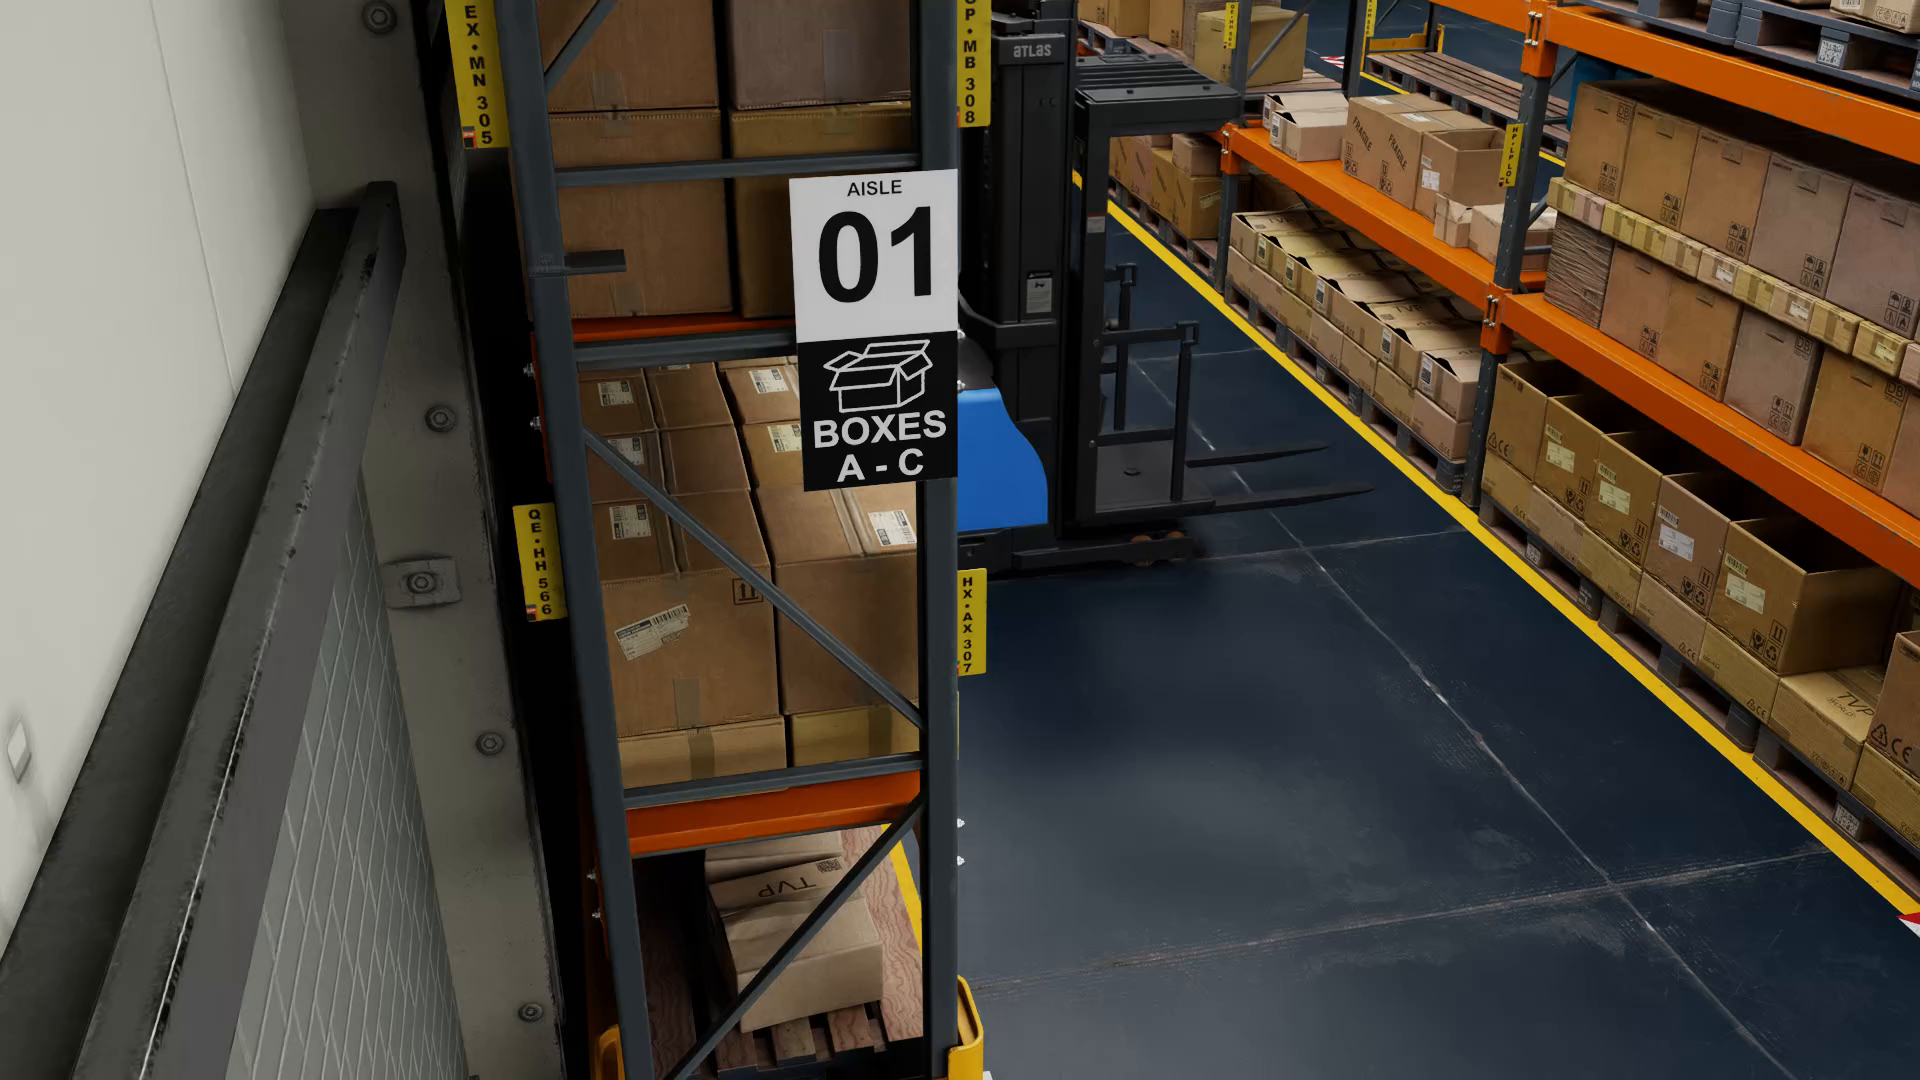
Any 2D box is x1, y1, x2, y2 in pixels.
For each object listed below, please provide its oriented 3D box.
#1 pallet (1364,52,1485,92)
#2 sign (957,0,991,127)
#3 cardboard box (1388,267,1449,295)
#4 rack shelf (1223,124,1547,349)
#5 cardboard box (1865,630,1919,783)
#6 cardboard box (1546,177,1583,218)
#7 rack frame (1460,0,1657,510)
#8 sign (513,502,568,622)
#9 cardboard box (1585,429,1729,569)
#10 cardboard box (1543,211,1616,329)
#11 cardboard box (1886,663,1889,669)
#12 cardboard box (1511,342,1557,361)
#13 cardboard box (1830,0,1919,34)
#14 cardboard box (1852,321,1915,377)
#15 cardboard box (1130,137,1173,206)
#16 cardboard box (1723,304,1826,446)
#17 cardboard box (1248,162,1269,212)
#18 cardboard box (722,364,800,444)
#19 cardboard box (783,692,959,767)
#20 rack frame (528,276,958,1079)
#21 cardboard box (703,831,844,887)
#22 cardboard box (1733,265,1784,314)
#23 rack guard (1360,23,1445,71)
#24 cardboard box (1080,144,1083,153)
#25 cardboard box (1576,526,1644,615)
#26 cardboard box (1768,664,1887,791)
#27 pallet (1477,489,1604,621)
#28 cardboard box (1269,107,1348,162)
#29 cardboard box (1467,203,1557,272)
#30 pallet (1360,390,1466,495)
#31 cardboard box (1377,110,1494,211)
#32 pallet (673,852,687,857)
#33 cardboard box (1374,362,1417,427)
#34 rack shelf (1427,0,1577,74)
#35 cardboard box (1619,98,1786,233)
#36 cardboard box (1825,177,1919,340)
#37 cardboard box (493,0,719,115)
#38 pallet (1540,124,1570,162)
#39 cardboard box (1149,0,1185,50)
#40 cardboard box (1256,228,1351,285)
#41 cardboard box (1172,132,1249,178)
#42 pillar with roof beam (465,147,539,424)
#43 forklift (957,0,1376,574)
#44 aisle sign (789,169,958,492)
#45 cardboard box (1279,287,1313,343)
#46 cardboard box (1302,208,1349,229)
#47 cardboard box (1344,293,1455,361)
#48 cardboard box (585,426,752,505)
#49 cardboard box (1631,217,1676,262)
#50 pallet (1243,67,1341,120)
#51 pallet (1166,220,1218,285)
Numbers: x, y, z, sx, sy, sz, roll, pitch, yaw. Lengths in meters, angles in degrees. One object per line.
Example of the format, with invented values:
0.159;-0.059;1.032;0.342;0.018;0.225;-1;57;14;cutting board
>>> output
5.688;-5.752;20.411;1.003;0.211;1.213;-6;27;-12;pallet
0.022;-1.117;3.835;0.100;0.325;0.005;-6;27;-12;sign
3.219;-1.685;11.223;0.500;0.311;0.500;-5;27;-10;cardboard box
2.967;-2.150;10.979;1.077;0.370;4.000;-6;27;-12;rack shelf
3.908;0.663;6.361;0.500;0.500;0.500;-6;27;-12;cardboard box
3.289;-1.790;8.636;0.380;0.149;0.250;-6;27;-12;cardboard box
3.417;-1.593;9.078;1.000;3.000;0.127;-6;27;-12;rack frame
-1.052;0.057;4.172;0.100;0.325;0.005;-6;27;-12;sign
3.442;-0.214;8.097;0.500;0.500;0.500;-6;27;-12;cardboard box
3.524;-1.444;8.670;0.700;0.500;0.500;-7;28;-13;cardboard box
4.298;0.726;7.069;0.500;0.250;0.500;-6;27;-12;cardboard box
3.567;-1.010;9.886;0.500;0.311;0.500;-6;27;-11;cardboard box
3.677;-2.109;6.249;0.500;0.311;0.500;-3;27;-6;cardboard box
3.815;-0.773;6.621;0.380;0.149;0.250;-5;27;-10;cardboard box
1.836;-3.273;14.692;0.500;0.500;0.500;-7;28;-14;cardboard box
3.875;-0.767;7.330;0.700;0.500;0.500;-5;27;-10;cardboard box
2.568;-2.888;13.928;0.500;0.500;0.500;-7;28;-13;cardboard box
-0.533;-0.295;5.817;0.500;0.500;0.500;-7;28;-13;cardboard box
-0.307;0.479;5.116;0.500;0.250;0.500;-7;28;-13;cardboard box
-0.507;0.667;4.599;1.000;3.000;0.127;-6;27;-12;rack frame
-0.703;1.108;6.221;0.500;0.311;0.500;-4;27;-7;cardboard box
3.642;-1.110;7.290;0.380;0.149;0.250;-6;27;-12;cardboard box
5.522;-6.256;21.089;1.175;0.500;0.348;-6;27;-12;rack guard
1.486;-3.949;16.030;0.500;0.500;0.500;-7;28;-14;cardboard box
3.442;0.121;8.266;0.500;0.250;0.500;-6;27;-12;cardboard box
3.786;0.779;6.963;0.500;0.250;0.500;-6;27;-12;cardboard box
3.556;0.005;9.006;1.003;0.211;1.213;-6;27;-12;pallet
2.529;-2.897;11.760;0.500;0.311;0.500;-6;27;-12;cardboard box
3.264;-1.738;9.531;0.500;0.250;0.500;-4;27;-8;cardboard box
3.213;-0.668;10.339;1.003;0.211;1.213;-6;27;-12;pallet
3.029;-2.428;10.620;0.500;0.500;0.500;-6;27;-12;cardboard box
-0.944;0.984;7.066;1.003;0.211;1.213;-6;27;-12;pallet
2.929;-0.928;10.345;0.500;0.250;0.500;-6;27;-12;cardboard box
2.967;-3.489;10.303;1.077;0.370;4.000;-6;27;-12;rack shelf
3.639;-1.801;7.939;0.700;0.500;0.500;-6;27;-12;cardboard box
3.976;-1.142;6.633;0.700;0.500;0.500;-6;27;-11;cardboard box
-0.858;-1.334;3.993;0.500;0.500;0.500;-5;27;-9;cardboard box
6.575;-4.019;16.978;1.003;0.211;1.213;-6;27;-12;pallet
2.073;-4.568;14.394;0.700;0.500;0.500;-13;30;-25;cardboard box
2.474;-2.070;11.985;0.500;0.311;0.500;-7;28;-13;cardboard box
2.060;-3.175;13.666;0.500;0.250;0.500;-5;27;-10;cardboard box
1.335;-5.301;9.766;9.100;9.000;0.400;-6;27;-12;pillar with roof beam
0.784;-1.390;8.752;3.031;2.935;1.130;-6;27;-12;forklift
-0.198;-0.492;4.011;0.394;0.787;0.004;-6;27;-12;aisle sign
2.585;-1.601;11.679;0.500;0.250;0.500;-7;28;-13;cardboard box
2.874;-2.355;12.549;0.500;0.311;0.500;-5;27;-10;cardboard box
2.813;-1.399;10.656;0.500;0.311;0.500;-6;27;-12;cardboard box
-0.924;-0.017;5.266;0.500;0.500;0.500;-6;27;-11;cardboard box
3.466;-1.451;7.966;0.380;0.149;0.250;-6;27;-12;cardboard box
2.295;-3.554;13.175;1.213;0.211;1.003;-6;27;-12;pallet
2.385;-2.436;13.842;1.003;0.211;1.213;-6;27;-12;pallet
